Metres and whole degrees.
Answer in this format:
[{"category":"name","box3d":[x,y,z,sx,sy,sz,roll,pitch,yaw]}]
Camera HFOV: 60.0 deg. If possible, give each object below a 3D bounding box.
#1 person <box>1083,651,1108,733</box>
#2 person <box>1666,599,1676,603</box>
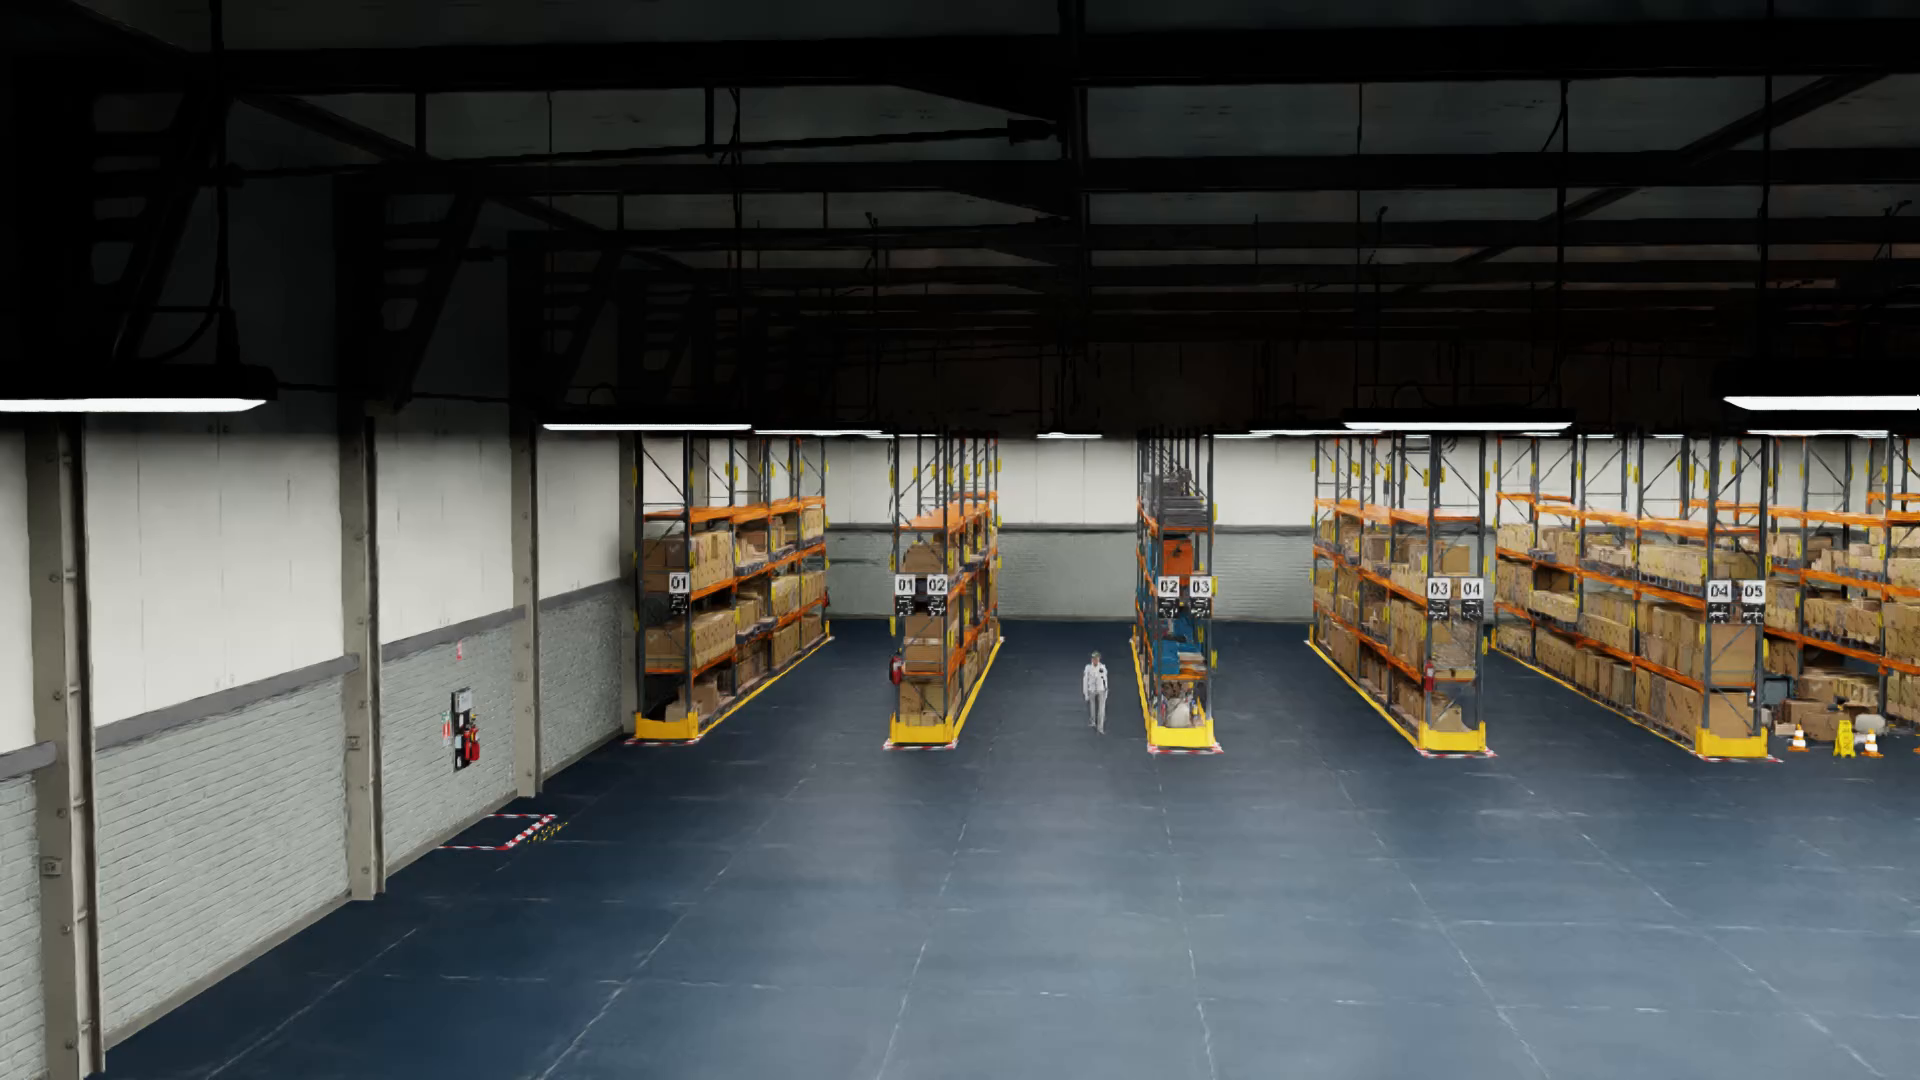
[{"category":"person","box3d":[2.651,2.945,32.575,0.495,1.580,1.086,0,3,7]},{"category":"person","box3d":[21.418,1.915,49.838,0.507,1.647,0.550,3,5,42]}]
